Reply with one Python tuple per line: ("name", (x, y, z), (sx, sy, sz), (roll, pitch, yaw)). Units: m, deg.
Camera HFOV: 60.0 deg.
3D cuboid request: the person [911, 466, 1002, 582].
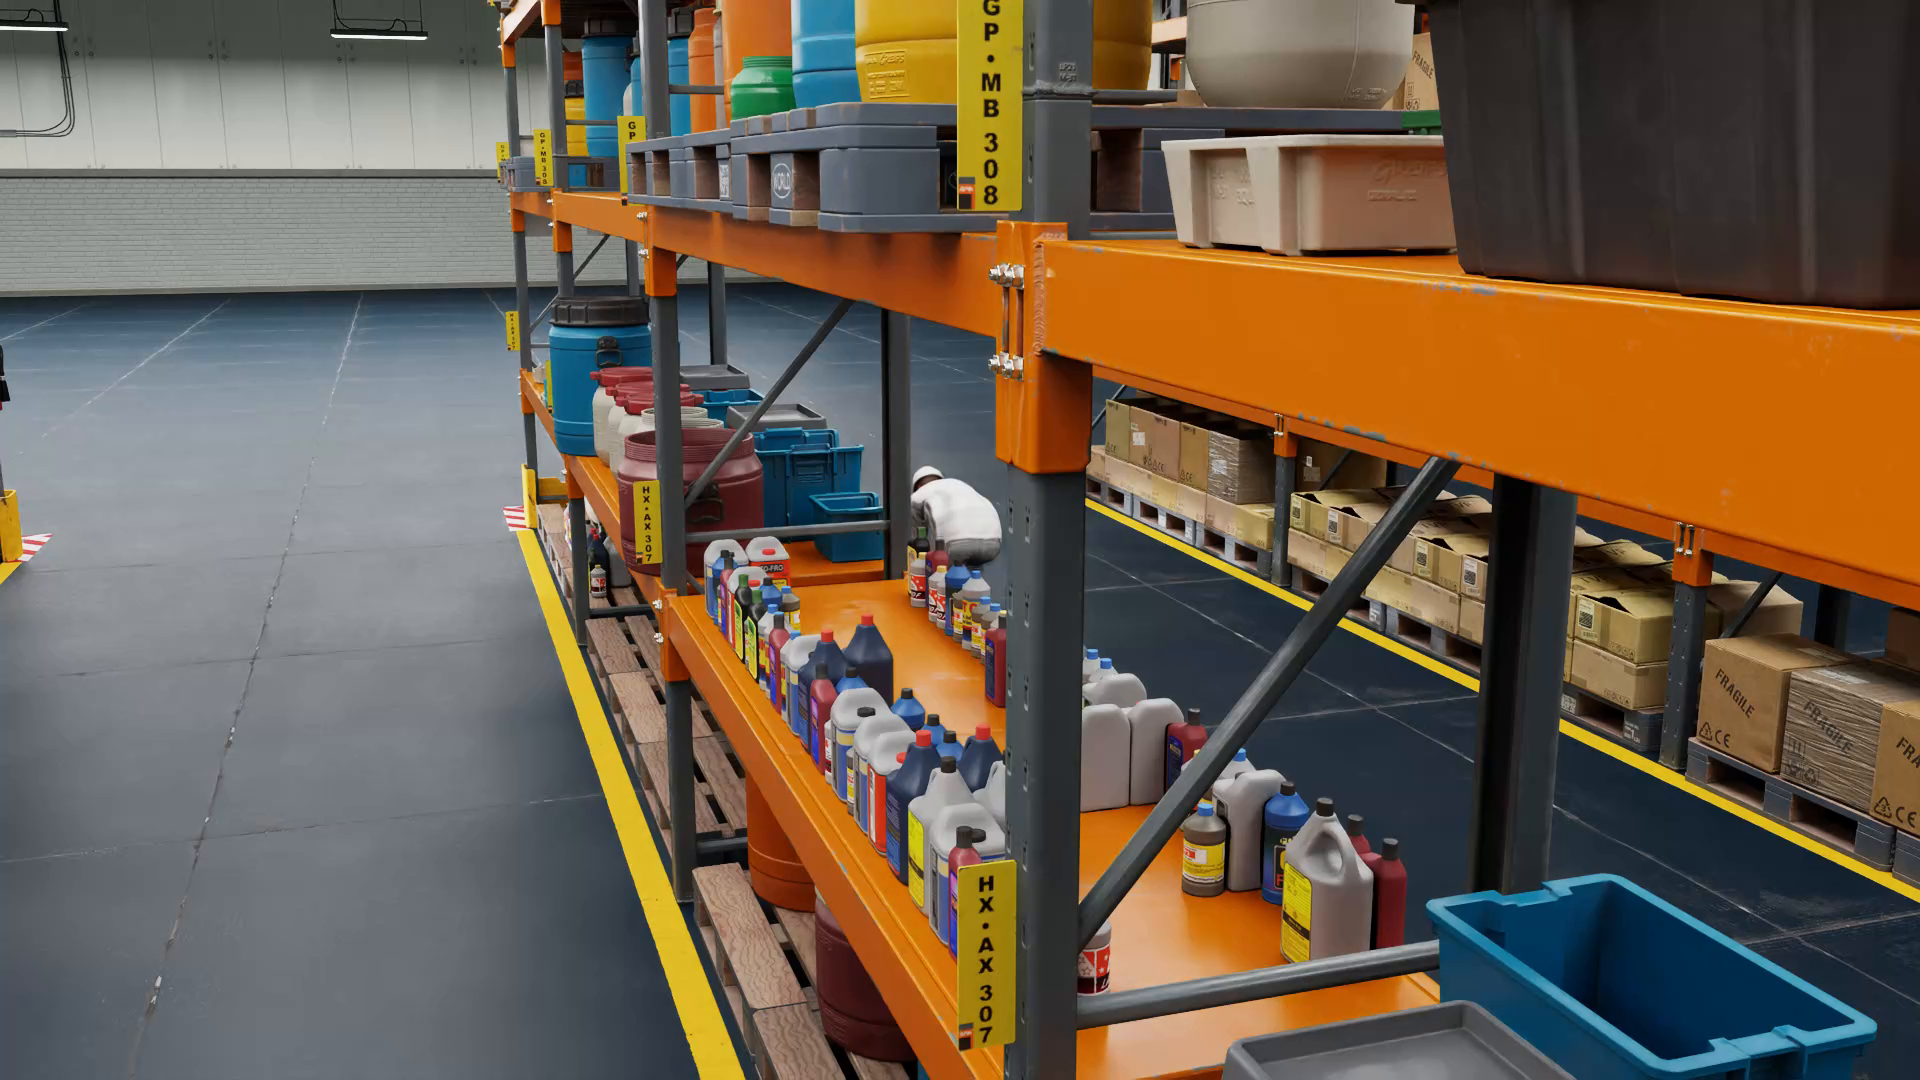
("person", (-0.079, 0.061, 10.970), (0.513, 0.989, 0.985), (-5, 13, -20))
